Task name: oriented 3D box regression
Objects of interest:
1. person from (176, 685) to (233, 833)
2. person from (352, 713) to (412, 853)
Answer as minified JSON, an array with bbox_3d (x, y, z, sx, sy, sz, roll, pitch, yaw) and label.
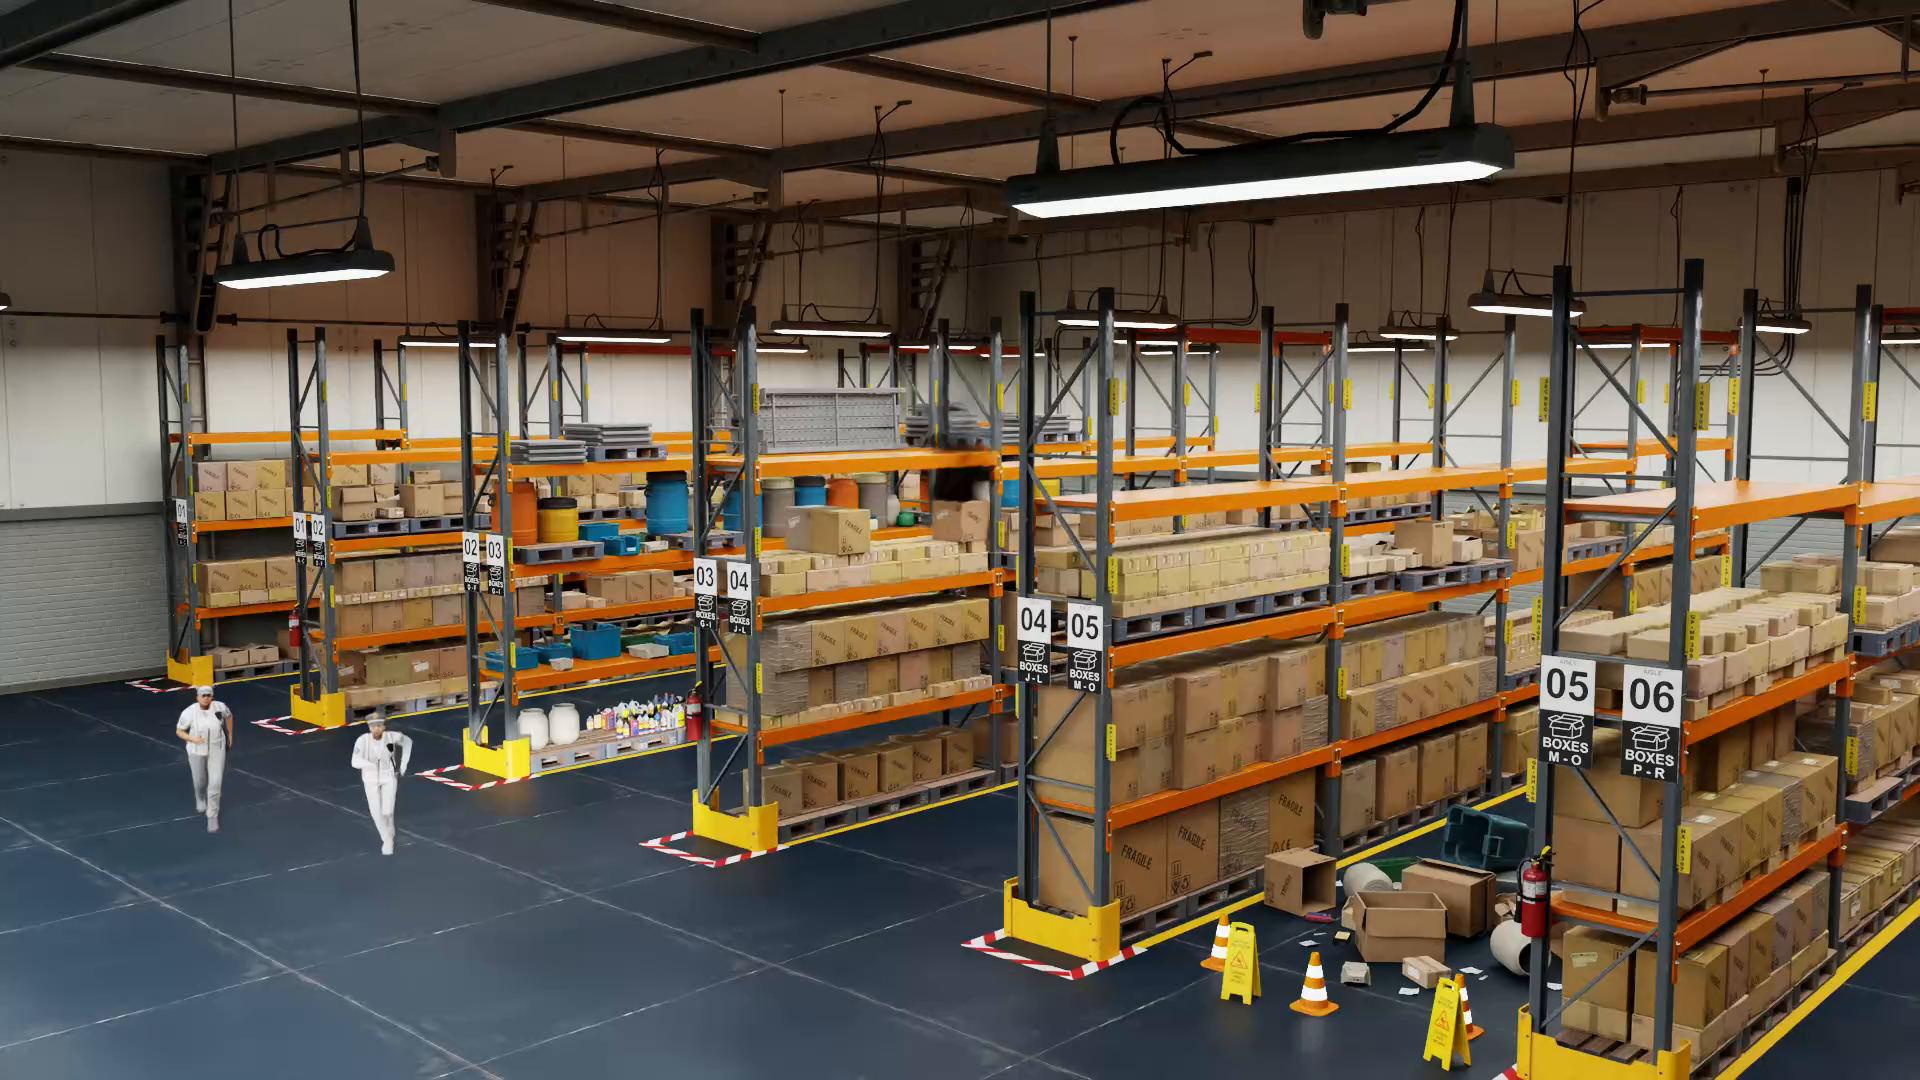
[{"bbox_3d":[-8.854,2.514,19.529,0.628,1.686,0.977,-3,6,-30],"label":"person"},{"bbox_3d":[-6.316,2.654,18.180,0.601,1.625,0.708,-1,5,-12],"label":"person"}]
